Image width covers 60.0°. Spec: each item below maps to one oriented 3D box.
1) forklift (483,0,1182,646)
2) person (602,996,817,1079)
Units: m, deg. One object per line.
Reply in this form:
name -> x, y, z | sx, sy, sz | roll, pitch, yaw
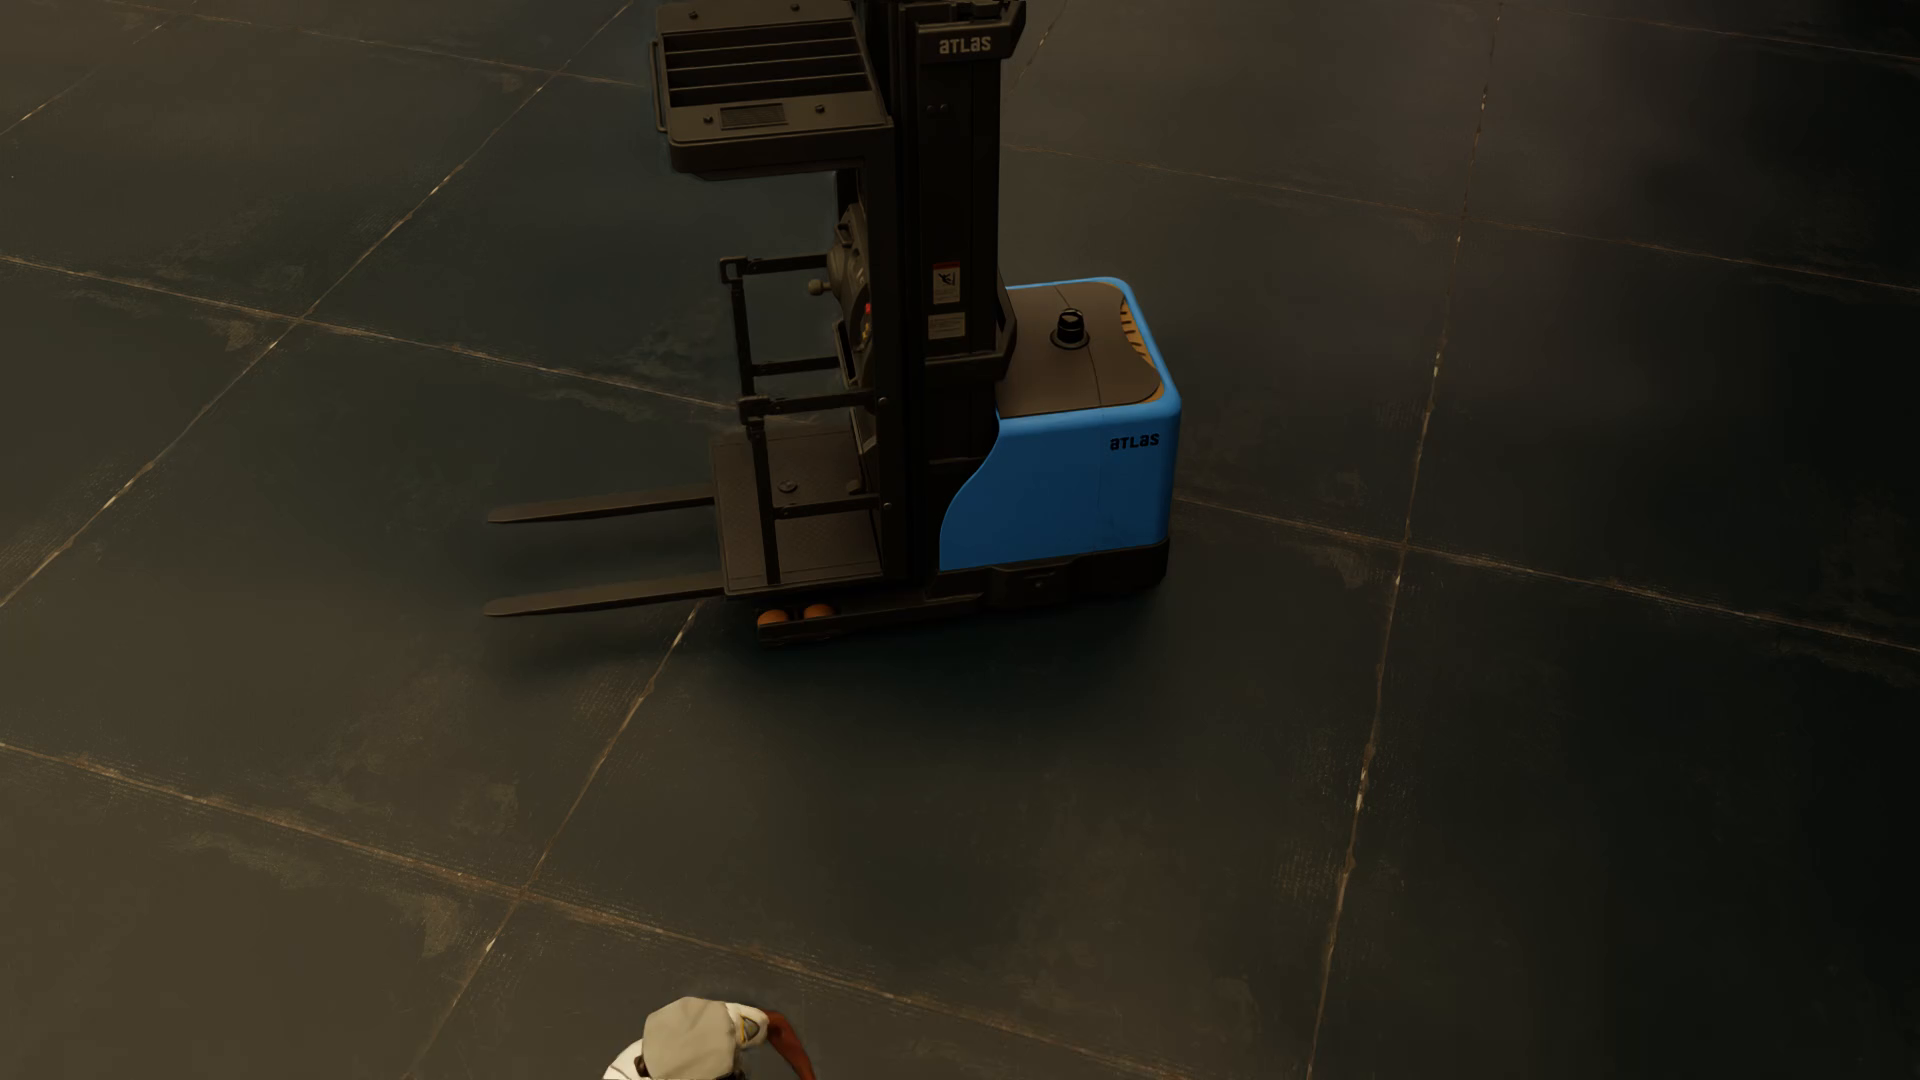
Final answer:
forklift -> -0.625, -0.996, 6.759 | 3.031, 2.935, 1.130 | -7, 43, -8
person -> -0.844, 1.793, 4.869 | 0.908, 1.532, 0.504 | -21, 47, -21
